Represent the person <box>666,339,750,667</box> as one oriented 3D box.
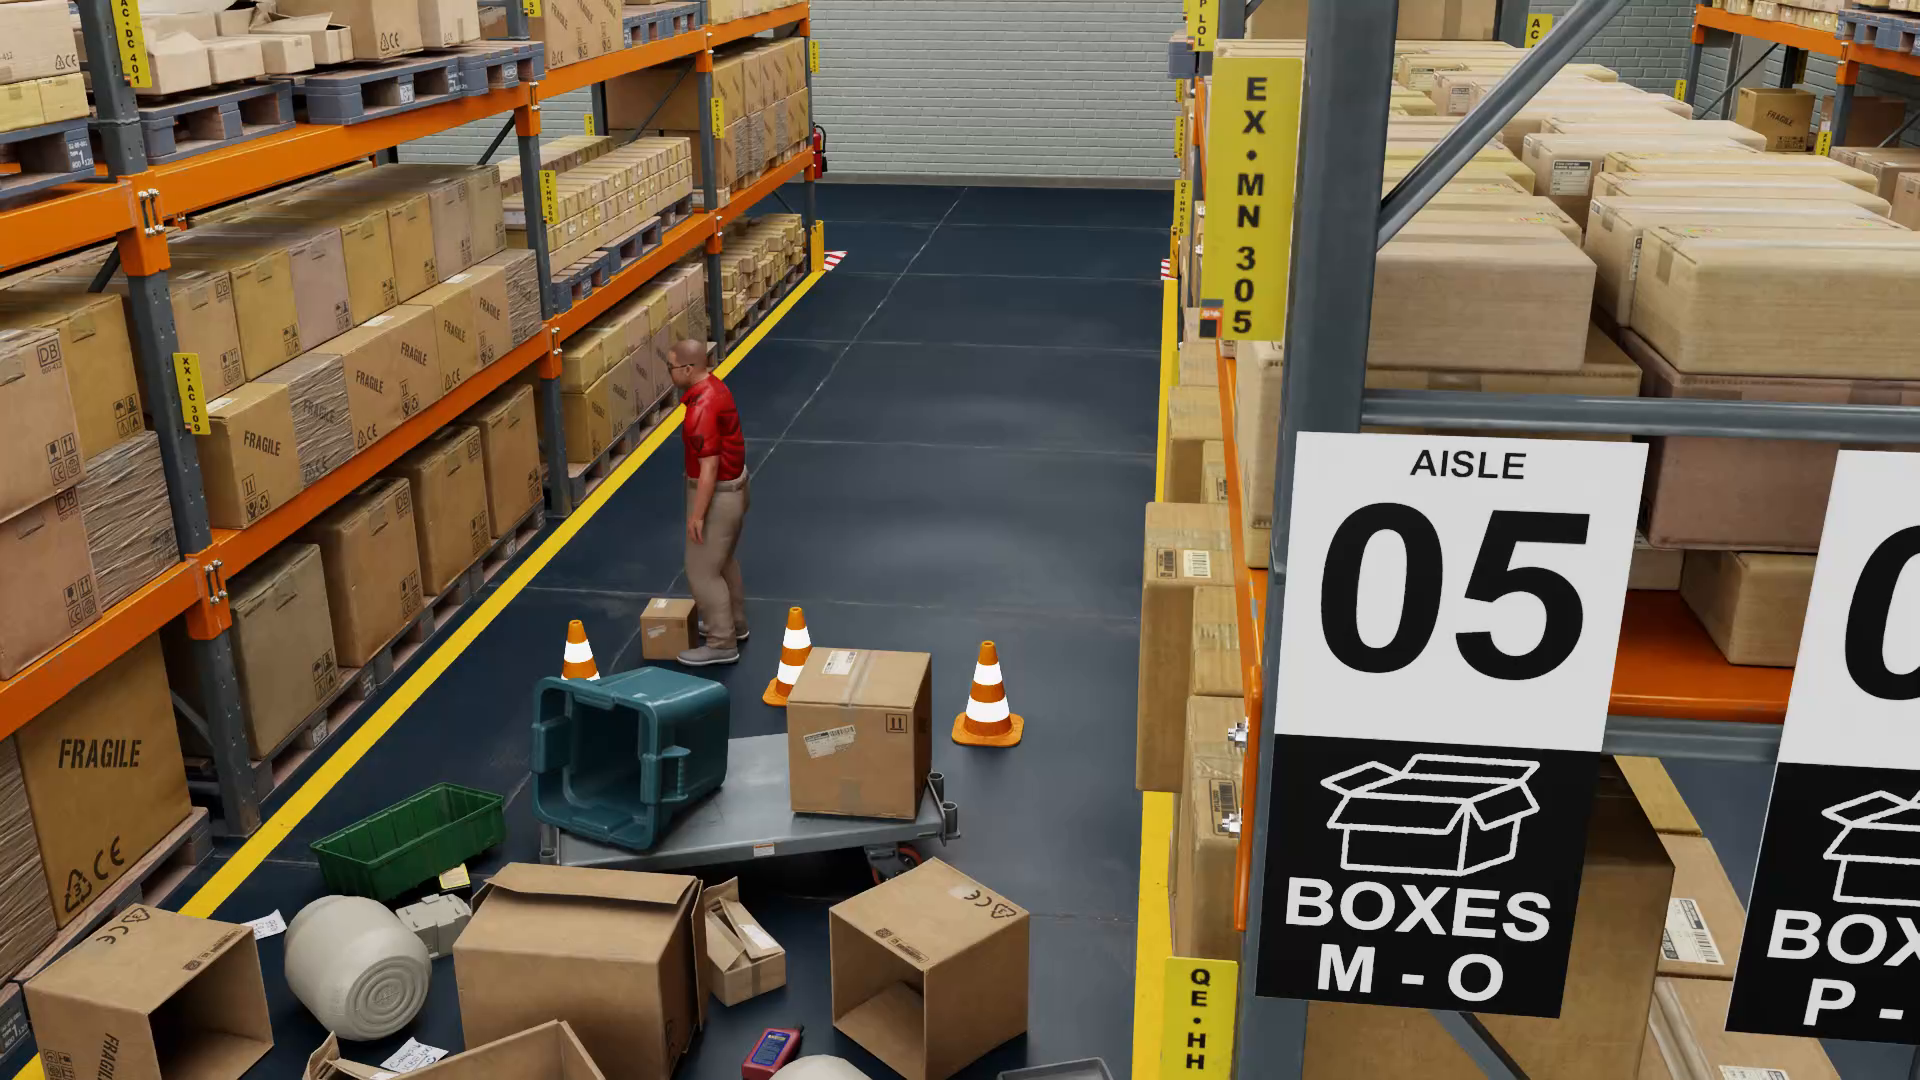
[{"bbox_3d":[-1.299,-0.204,8.632,0.393,1.726,0.606,1,21,3],"label":"person"}]
